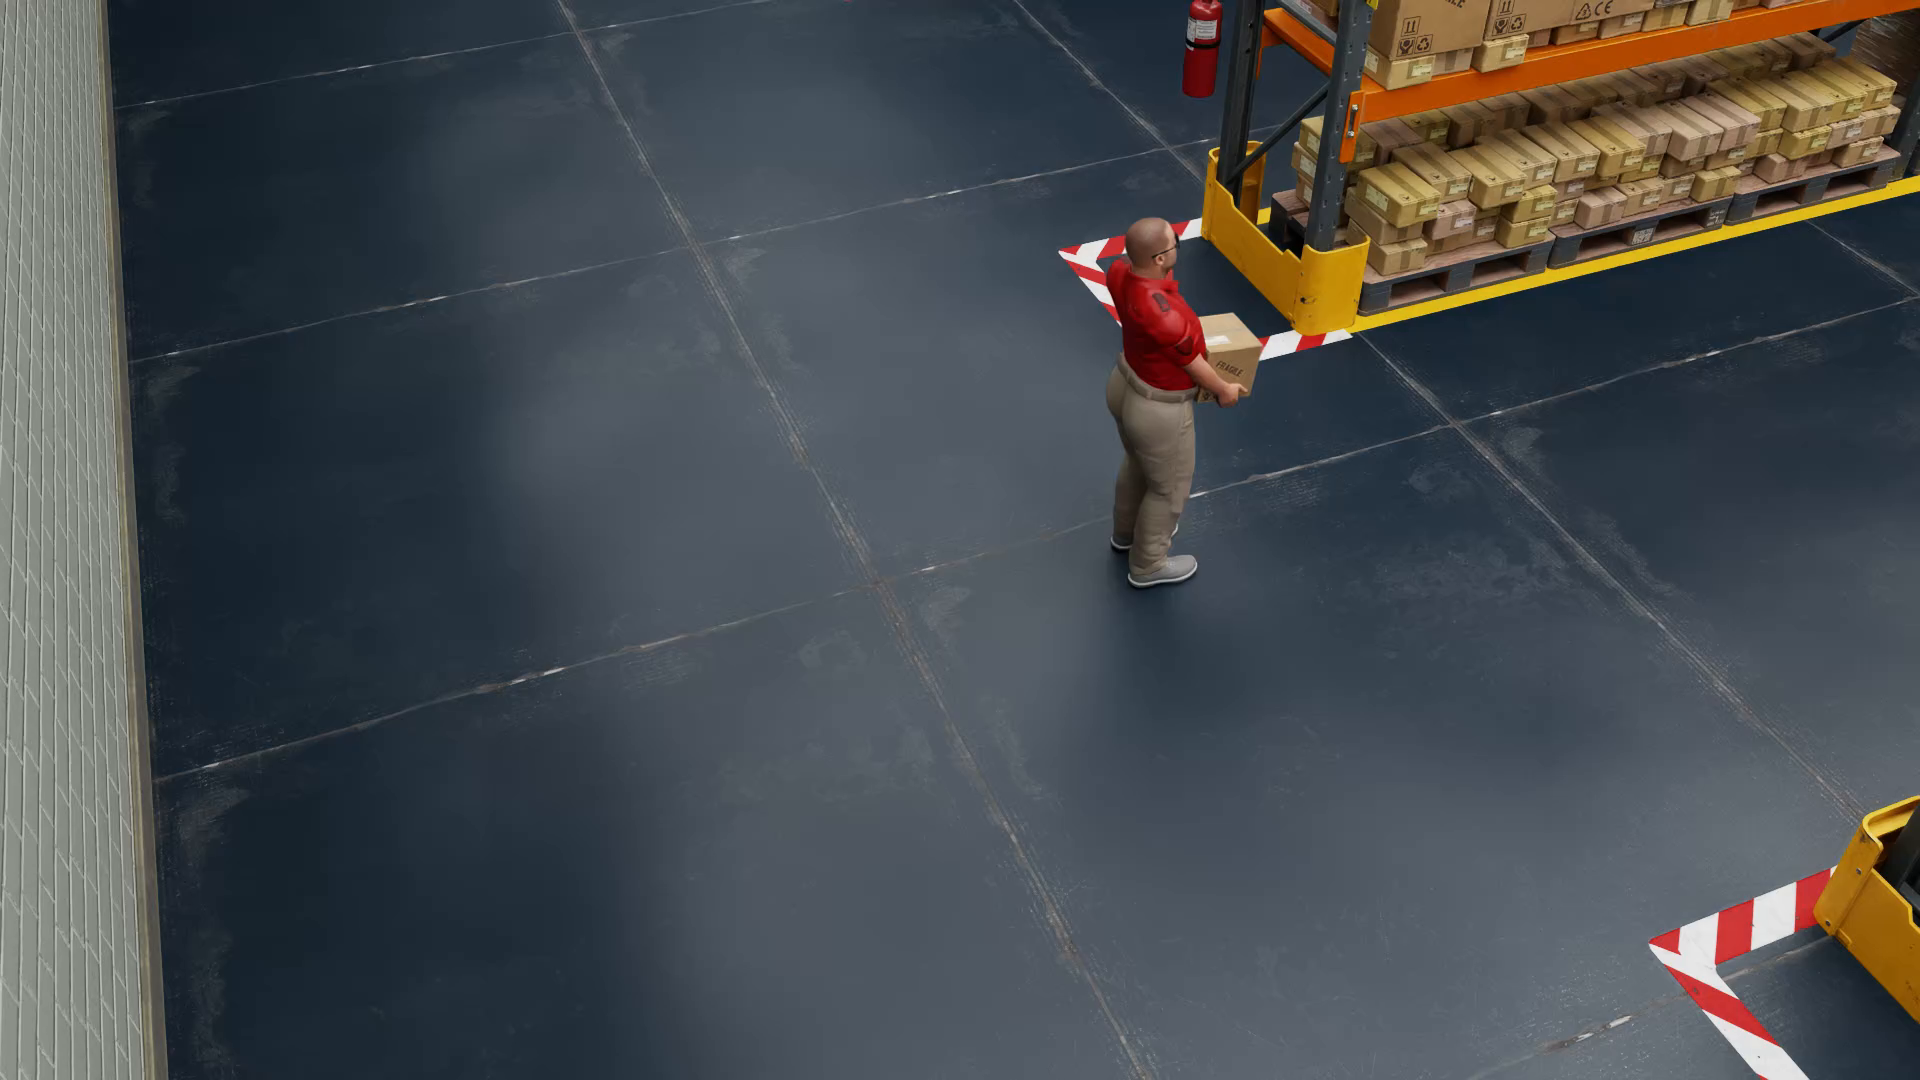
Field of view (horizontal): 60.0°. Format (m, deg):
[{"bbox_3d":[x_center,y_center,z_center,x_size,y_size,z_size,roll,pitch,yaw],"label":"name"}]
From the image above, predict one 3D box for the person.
[{"bbox_3d":[0.871,-0.593,6.851,0.531,1.713,0.494,-15,44,-16],"label":"person"}]
